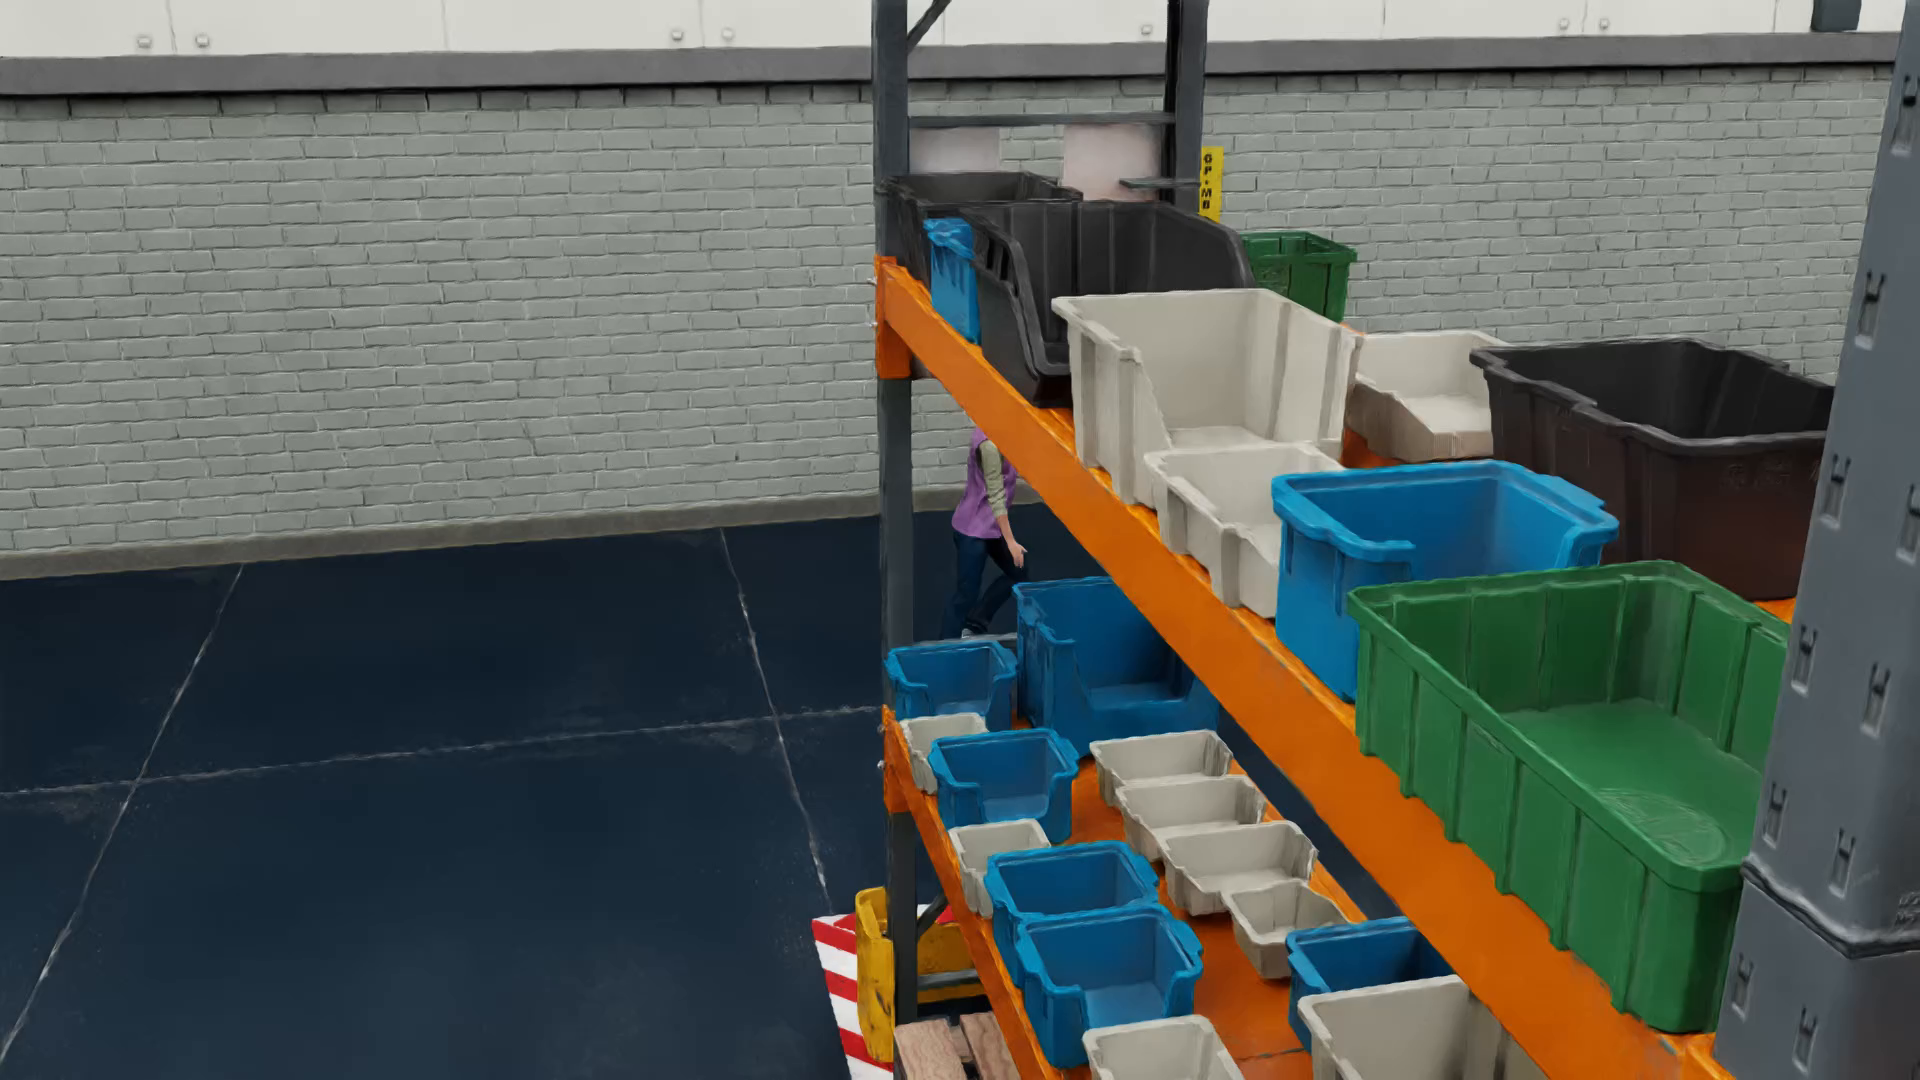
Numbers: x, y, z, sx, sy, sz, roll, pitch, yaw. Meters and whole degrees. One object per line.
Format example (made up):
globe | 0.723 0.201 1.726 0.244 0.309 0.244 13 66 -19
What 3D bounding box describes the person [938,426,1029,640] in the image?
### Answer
person | 0.112 0.054 8.743 0.465 1.353 0.484 4 20 11
